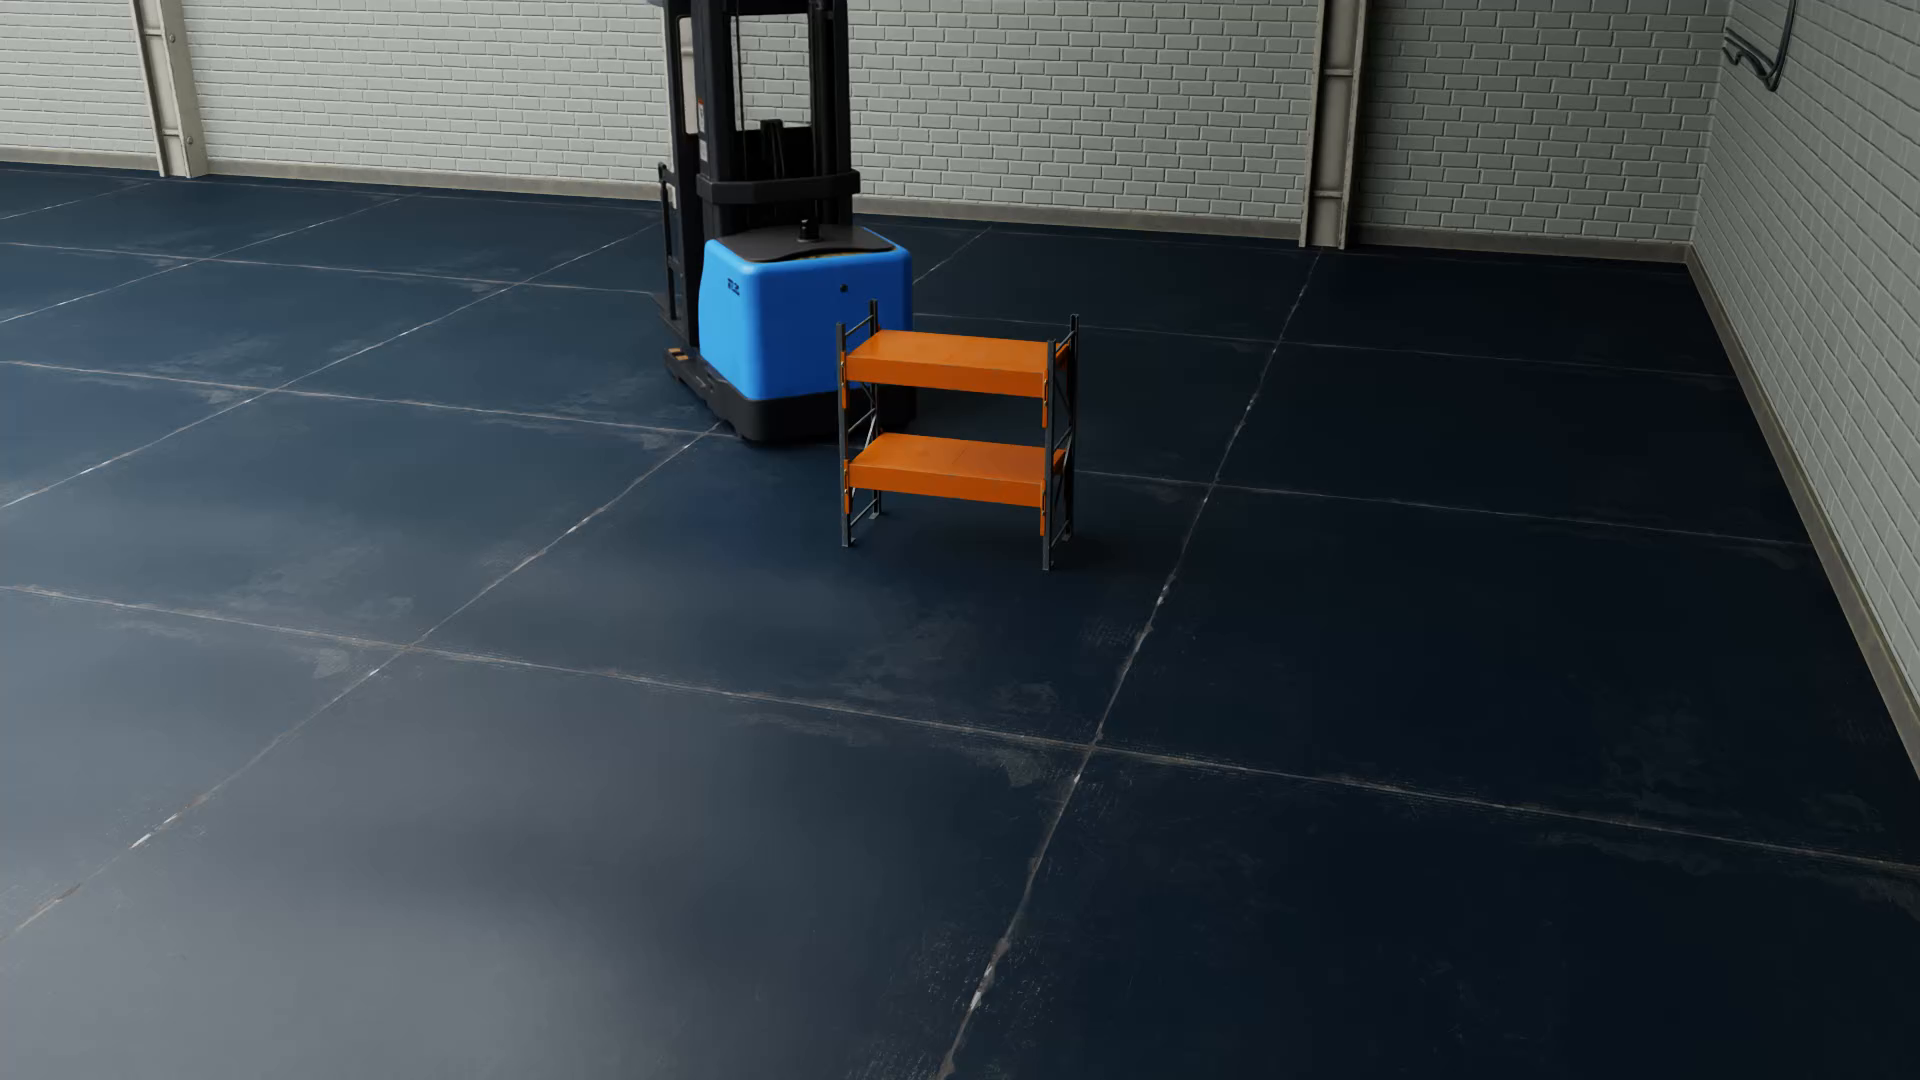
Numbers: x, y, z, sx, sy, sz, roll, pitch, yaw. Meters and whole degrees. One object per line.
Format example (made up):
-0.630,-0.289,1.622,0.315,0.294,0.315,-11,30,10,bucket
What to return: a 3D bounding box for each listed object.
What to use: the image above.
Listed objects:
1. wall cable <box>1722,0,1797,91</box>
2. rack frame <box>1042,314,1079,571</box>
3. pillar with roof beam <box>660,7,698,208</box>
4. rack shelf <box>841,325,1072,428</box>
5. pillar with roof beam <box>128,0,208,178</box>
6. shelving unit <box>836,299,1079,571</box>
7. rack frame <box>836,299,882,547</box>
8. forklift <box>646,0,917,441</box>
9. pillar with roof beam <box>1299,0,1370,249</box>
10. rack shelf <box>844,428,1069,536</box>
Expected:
5.631,-4.519,11.522,0.112,2.526,3.097,7,23,16,wall cable
0.480,-0.465,7.922,0.032,1.125,0.500,7,23,16,rack frame
-3.795,-5.853,10.682,0.400,9.000,9.100,7,23,16,pillar with roof beam
-0.006,-0.792,7.947,1.000,0.278,0.538,7,23,16,rack shelf
-9.539,-6.511,12.285,0.400,9.000,9.100,7,23,16,pillar with roof beam
-0.006,-0.521,8.058,1.048,1.125,0.538,7,23,16,shelving unit
-0.493,-0.577,8.194,0.032,1.125,0.500,7,23,16,rack frame
-1.312,-2.445,10.369,1.130,2.935,3.031,-9,24,-22,forklift
1.949,-5.195,9.078,0.400,9.000,9.100,7,23,16,pillar with roof beam
-0.006,-0.295,8.151,1.000,0.278,0.538,7,23,16,rack shelf
